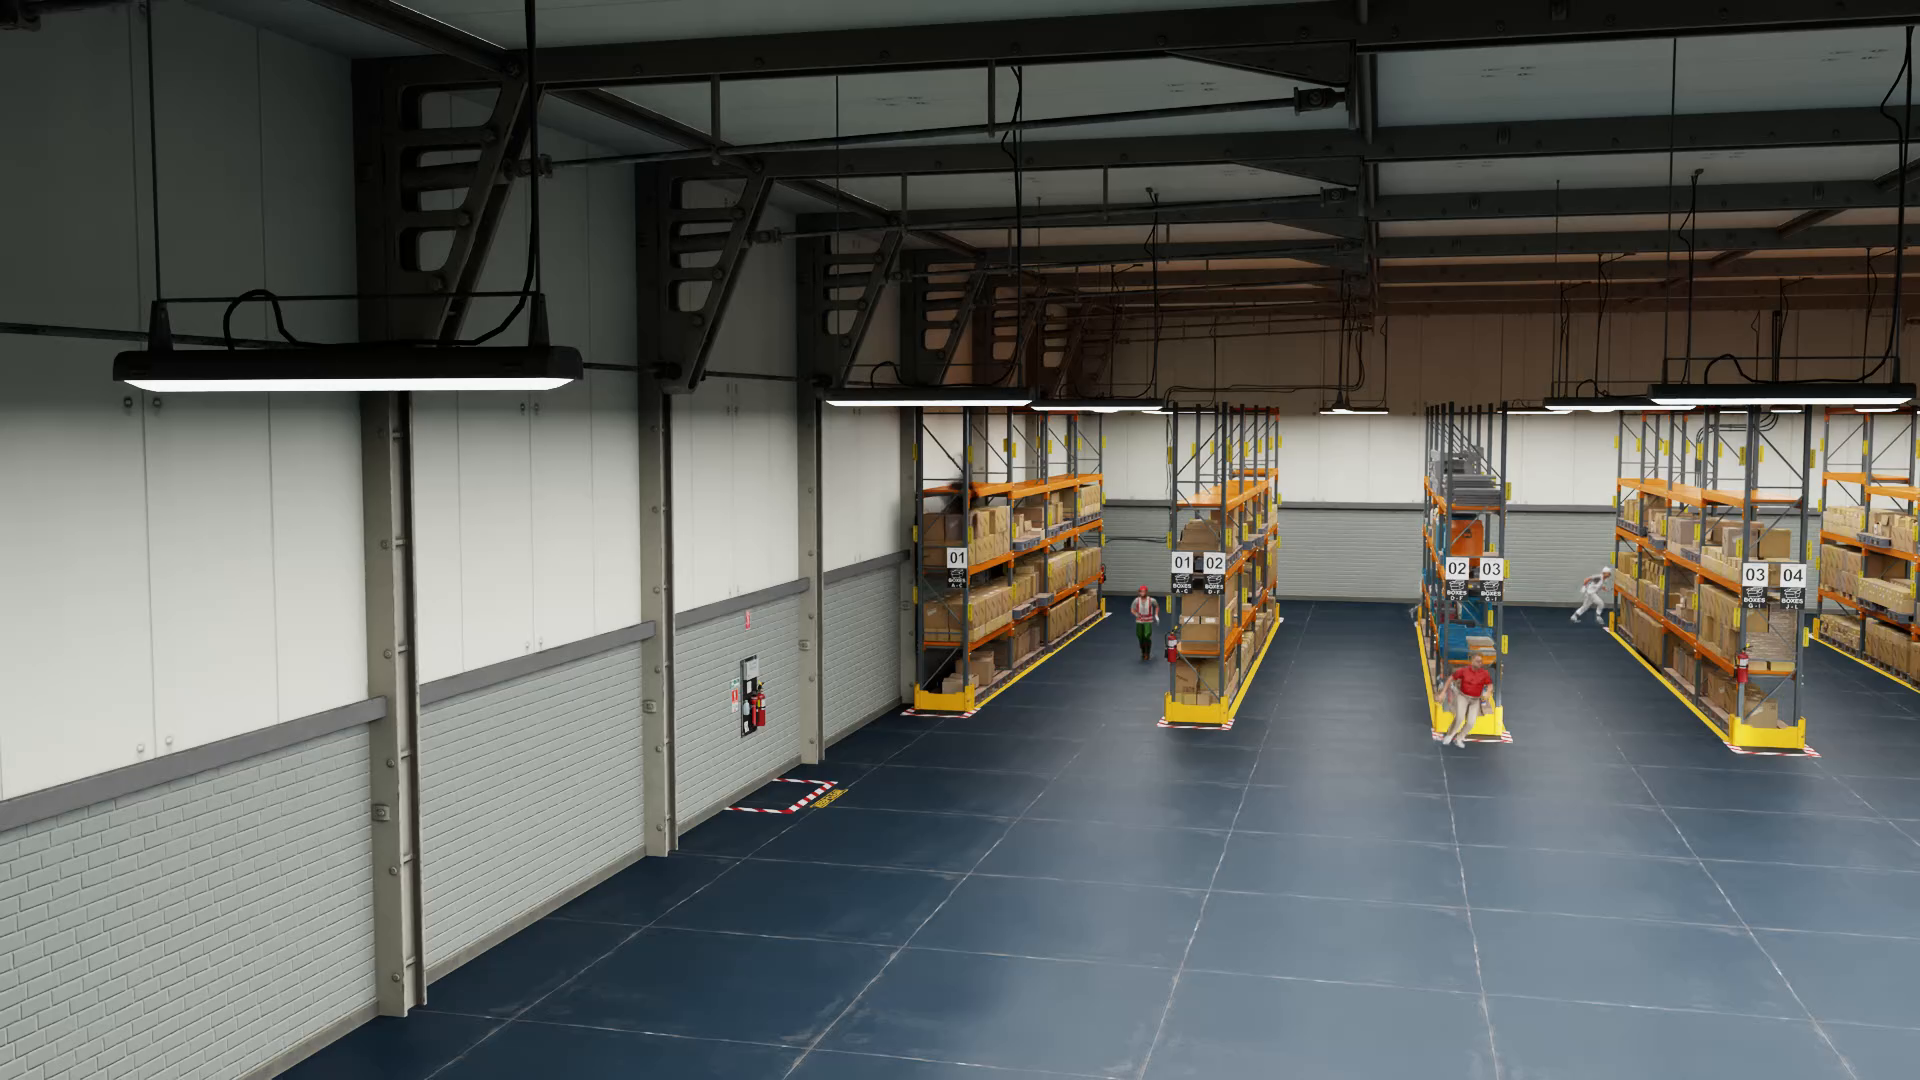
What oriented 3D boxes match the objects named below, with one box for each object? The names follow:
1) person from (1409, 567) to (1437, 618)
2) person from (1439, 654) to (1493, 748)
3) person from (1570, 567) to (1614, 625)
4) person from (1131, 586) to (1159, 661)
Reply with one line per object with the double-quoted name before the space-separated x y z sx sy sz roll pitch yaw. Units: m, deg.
"person" 13.102 1.496 46.800 0.842 1.516 0.612 3 5 39
"person" 8.822 2.809 28.809 0.866 1.664 0.622 0 4 -6
"person" 17.424 1.523 45.795 1.105 1.585 0.646 3 5 35
"person" 4.331 1.948 39.038 0.649 1.766 0.773 1 4 15
